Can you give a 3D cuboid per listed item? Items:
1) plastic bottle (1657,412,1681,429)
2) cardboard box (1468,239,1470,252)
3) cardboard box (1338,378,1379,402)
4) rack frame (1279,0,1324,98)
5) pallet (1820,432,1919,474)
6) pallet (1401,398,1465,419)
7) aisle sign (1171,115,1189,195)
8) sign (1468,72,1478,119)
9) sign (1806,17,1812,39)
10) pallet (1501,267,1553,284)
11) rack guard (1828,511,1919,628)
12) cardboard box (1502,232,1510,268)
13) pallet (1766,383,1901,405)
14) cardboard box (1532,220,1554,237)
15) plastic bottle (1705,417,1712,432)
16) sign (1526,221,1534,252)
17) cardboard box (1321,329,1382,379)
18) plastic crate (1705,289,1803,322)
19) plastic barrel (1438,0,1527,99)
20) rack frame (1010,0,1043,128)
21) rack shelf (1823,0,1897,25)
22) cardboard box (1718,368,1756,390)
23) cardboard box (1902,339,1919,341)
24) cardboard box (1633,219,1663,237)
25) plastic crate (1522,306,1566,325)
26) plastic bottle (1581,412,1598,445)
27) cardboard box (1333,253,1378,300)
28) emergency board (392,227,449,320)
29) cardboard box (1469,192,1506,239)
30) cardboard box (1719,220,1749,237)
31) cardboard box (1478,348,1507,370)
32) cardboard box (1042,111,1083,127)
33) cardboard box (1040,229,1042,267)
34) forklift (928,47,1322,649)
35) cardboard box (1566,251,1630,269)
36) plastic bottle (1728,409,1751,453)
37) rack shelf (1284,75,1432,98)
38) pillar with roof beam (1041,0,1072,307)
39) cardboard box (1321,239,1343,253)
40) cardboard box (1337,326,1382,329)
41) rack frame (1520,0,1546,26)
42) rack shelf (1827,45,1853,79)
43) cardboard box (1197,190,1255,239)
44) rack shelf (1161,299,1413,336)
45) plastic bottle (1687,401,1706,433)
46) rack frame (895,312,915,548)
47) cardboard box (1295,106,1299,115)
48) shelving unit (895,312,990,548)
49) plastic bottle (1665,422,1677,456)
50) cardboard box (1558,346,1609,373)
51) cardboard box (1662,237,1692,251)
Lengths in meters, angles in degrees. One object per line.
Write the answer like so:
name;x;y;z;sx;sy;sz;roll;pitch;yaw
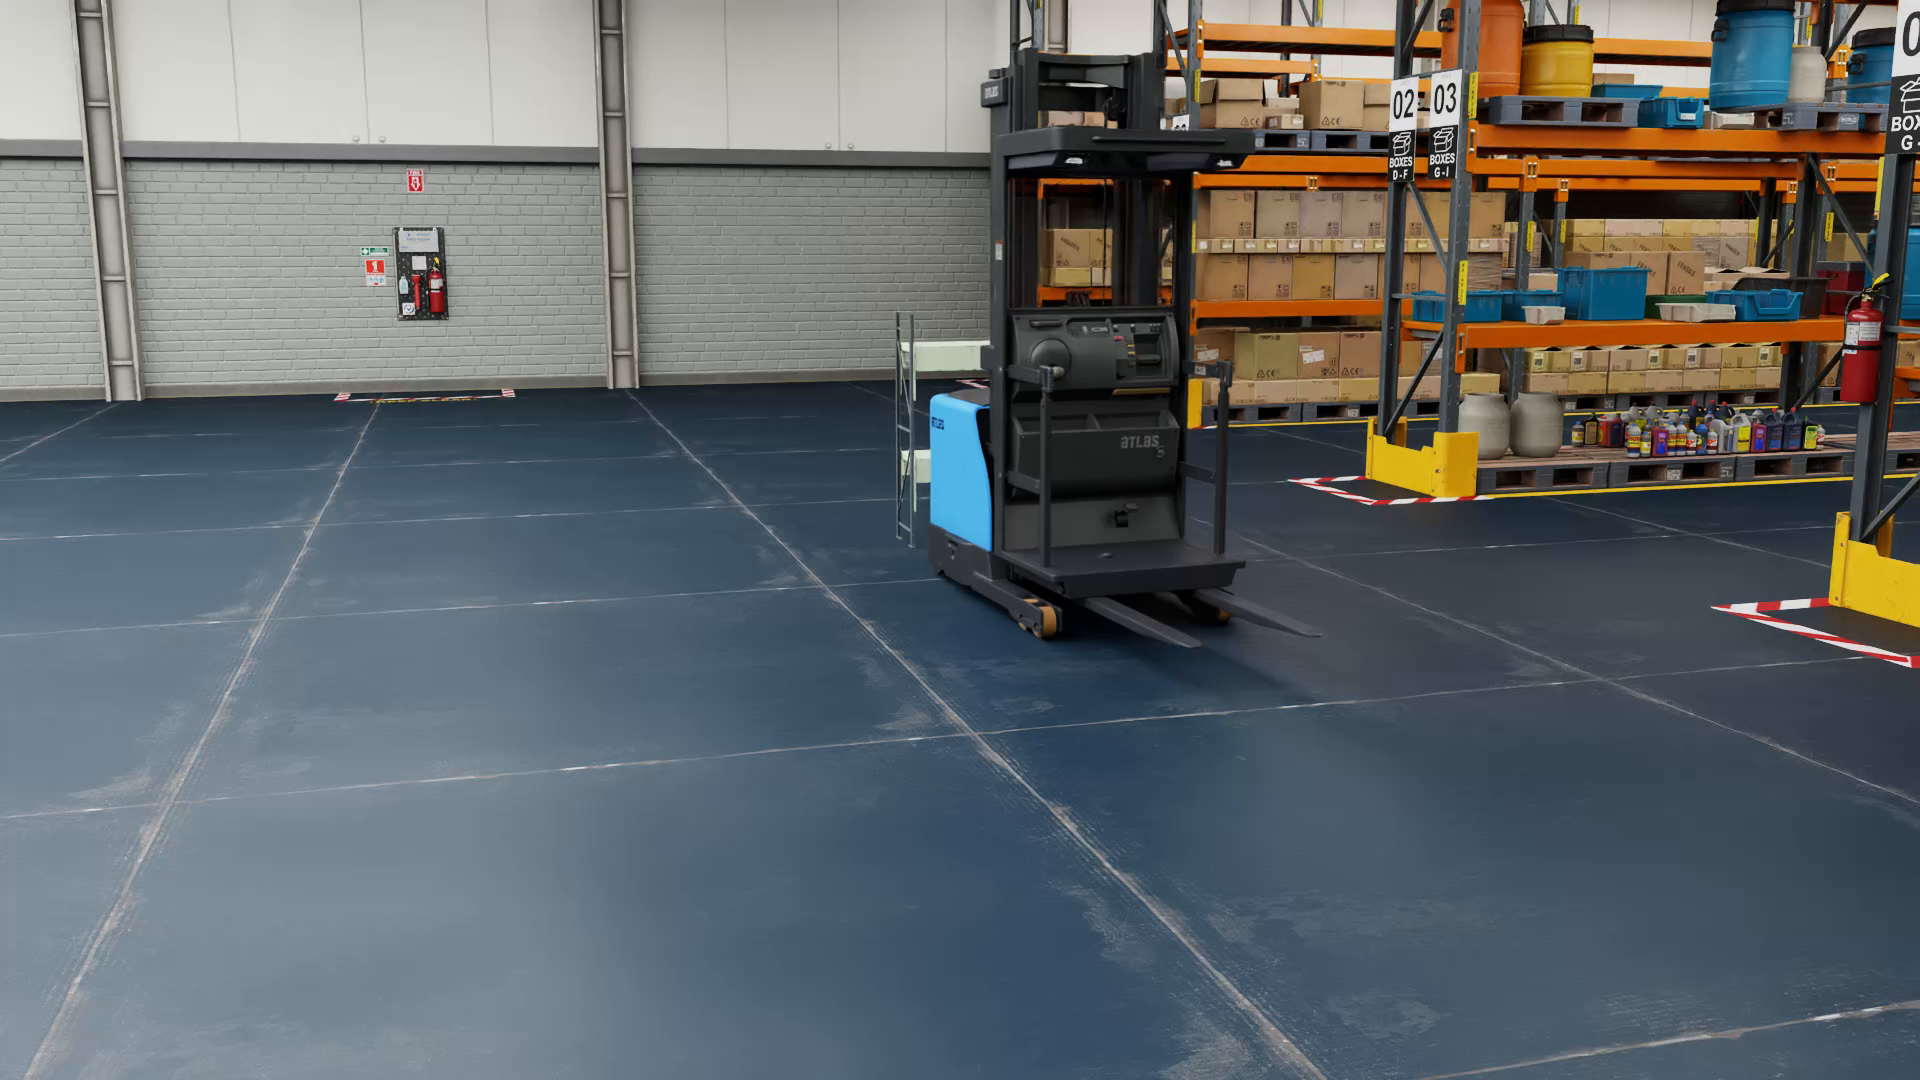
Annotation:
plastic bottle;6.060;-0.951;14.236;0.135;0.276;0.152;-3;11;-16
cardboard box;5.405;-3.251;18.354;0.250;0.149;0.380;-3;11;-18
cardboard box;4.272;-1.676;18.299;0.500;0.250;0.500;-3;11;-16
rack frame;4.706;-6.771;22.973;0.127;3.000;1.000;-3;11;-16
pallet;8.218;-0.774;14.666;1.213;0.211;1.003;-3;11;-16
pallet;5.319;-1.556;18.913;1.213;0.211;1.003;-3;11;-16
aisle sign;2.276;-3.979;17.197;0.004;0.787;0.394;-3;11;-16
sign;3.784;-3.280;12.268;0.005;0.325;0.100;-3;11;-16
sign;12.551;-7.581;24.571;0.005;0.325;0.100;-3;11;-16
pallet;7.892;-3.874;24.336;1.003;0.211;1.213;-3;11;-16
rack guard;5.092;0.190;8.631;0.348;0.500;1.175;-3;11;-16
cardboard box;7.569;-4.230;24.249;0.500;0.500;0.700;-4;11;-21
pallet;10.662;-1.822;20.361;1.213;0.211;1.003;-3;11;-16
cardboard box;8.910;-4.665;24.879;0.500;0.250;0.500;-3;11;-14
plastic bottle;6.256;-0.881;13.836;0.133;0.283;0.061;-3;11;-16
sign;6.251;-3.328;18.230;0.005;0.325;0.100;-3;11;-16
cardboard box;4.272;-2.044;18.230;0.500;0.500;0.500;-3;11;-16
plastic crate;6.489;-1.922;13.614;0.616;0.251;0.499;-3;11;-16
plastic barrel;4.066;-3.836;12.966;0.708;0.830;0.600;-3;11;-16
rack frame;0.866;-6.569;21.873;0.127;3.000;1.000;-3;11;-16
rack shelf;9.396;-4.600;14.269;4.000;0.370;1.077;-3;11;-16
cardboard box;9.004;-1.921;19.630;0.500;0.250;0.500;-3;11;-17
cardboard box;11.936;-2.202;20.411;0.500;0.500;0.500;-3;11;-18
cardboard box;10.050;-4.629;24.681;0.500;0.250;0.500;-3;11;-16
plastic crate;4.584;-1.756;13.027;0.250;0.136;0.298;-3;11;-16
plastic bottle;5.383;-0.955;14.235;0.133;0.283;0.061;-3;11;-15
cardboard box;4.191;-2.907;18.275;0.500;0.500;0.700;-3;11;-14
emergency board;-6.848;-3.382;21.133;0.643;1.169;0.194;-3;11;-16
cardboard box;5.670;-3.623;18.585;0.500;0.500;0.700;-3;11;-16
cardboard box;11.517;-4.707;25.108;0.500;0.250;0.500;-3;11;-15
cardboard box;6.403;-2.160;19.381;0.500;0.311;0.500;-3;11;-16
cardboard box;1.303;-5.622;21.920;0.500;0.500;0.500;-4;11;-20
cardboard box;1.259;-3.984;22.690;0.500;0.500;0.500;-3;11;-17
forklift;0.795;-1.030;8.548;1.130;2.935;3.031;-4;11;-20
cardboard box;7.342;-3.072;19.171;0.500;0.500;0.500;-2;11;-12
plastic bottle;6.443;-0.903;13.770;0.185;0.351;0.144;-3;11;-16
rack shelf;6.627;-6.322;23.624;4.000;0.370;1.077;-3;11;-16
pillar with roof beam;2.499;-6.006;18.817;0.400;9.000;9.100;-3;11;-16
cardboard box;3.927;-3.174;17.932;0.250;0.149;0.380;-3;11;-17
cardboard box;4.602;-2.163;18.875;0.500;0.500;0.500;-3;11;-16
rack frame;6.094;-5.910;18.296;0.127;3.000;1.000;-3;11;-16
rack shelf;11.855;-5.663;20.047;4.000;0.370;1.077;-3;11;-16
cardboard box;2.756;-3.469;17.744;0.500;0.500;0.700;-3;11;-16
rack shelf;4.174;-2.505;18.354;4.000;0.370;1.077;-3;11;-16
plastic bottle;6.403;-1.034;14.479;0.185;0.351;0.144;-4;11;-18
rack frame;-0.358;-0.719;10.808;0.023;1.500;0.400;-3;11;-16
cardboard box;3.820;-4.596;18.144;0.500;0.311;0.500;-2;11;-9
shelving unit;-0.006;-0.737;10.909;0.755;1.500;0.431;-3;11;-16
plastic bottle;5.792;-0.826;13.567;0.097;0.271;0.097;0;10;0
cardboard box;7.043;-2.092;19.010;0.500;0.311;0.500;-3;11;-17
cardboard box;10.565;-4.286;24.890;0.500;0.500;0.500;-3;11;-14
